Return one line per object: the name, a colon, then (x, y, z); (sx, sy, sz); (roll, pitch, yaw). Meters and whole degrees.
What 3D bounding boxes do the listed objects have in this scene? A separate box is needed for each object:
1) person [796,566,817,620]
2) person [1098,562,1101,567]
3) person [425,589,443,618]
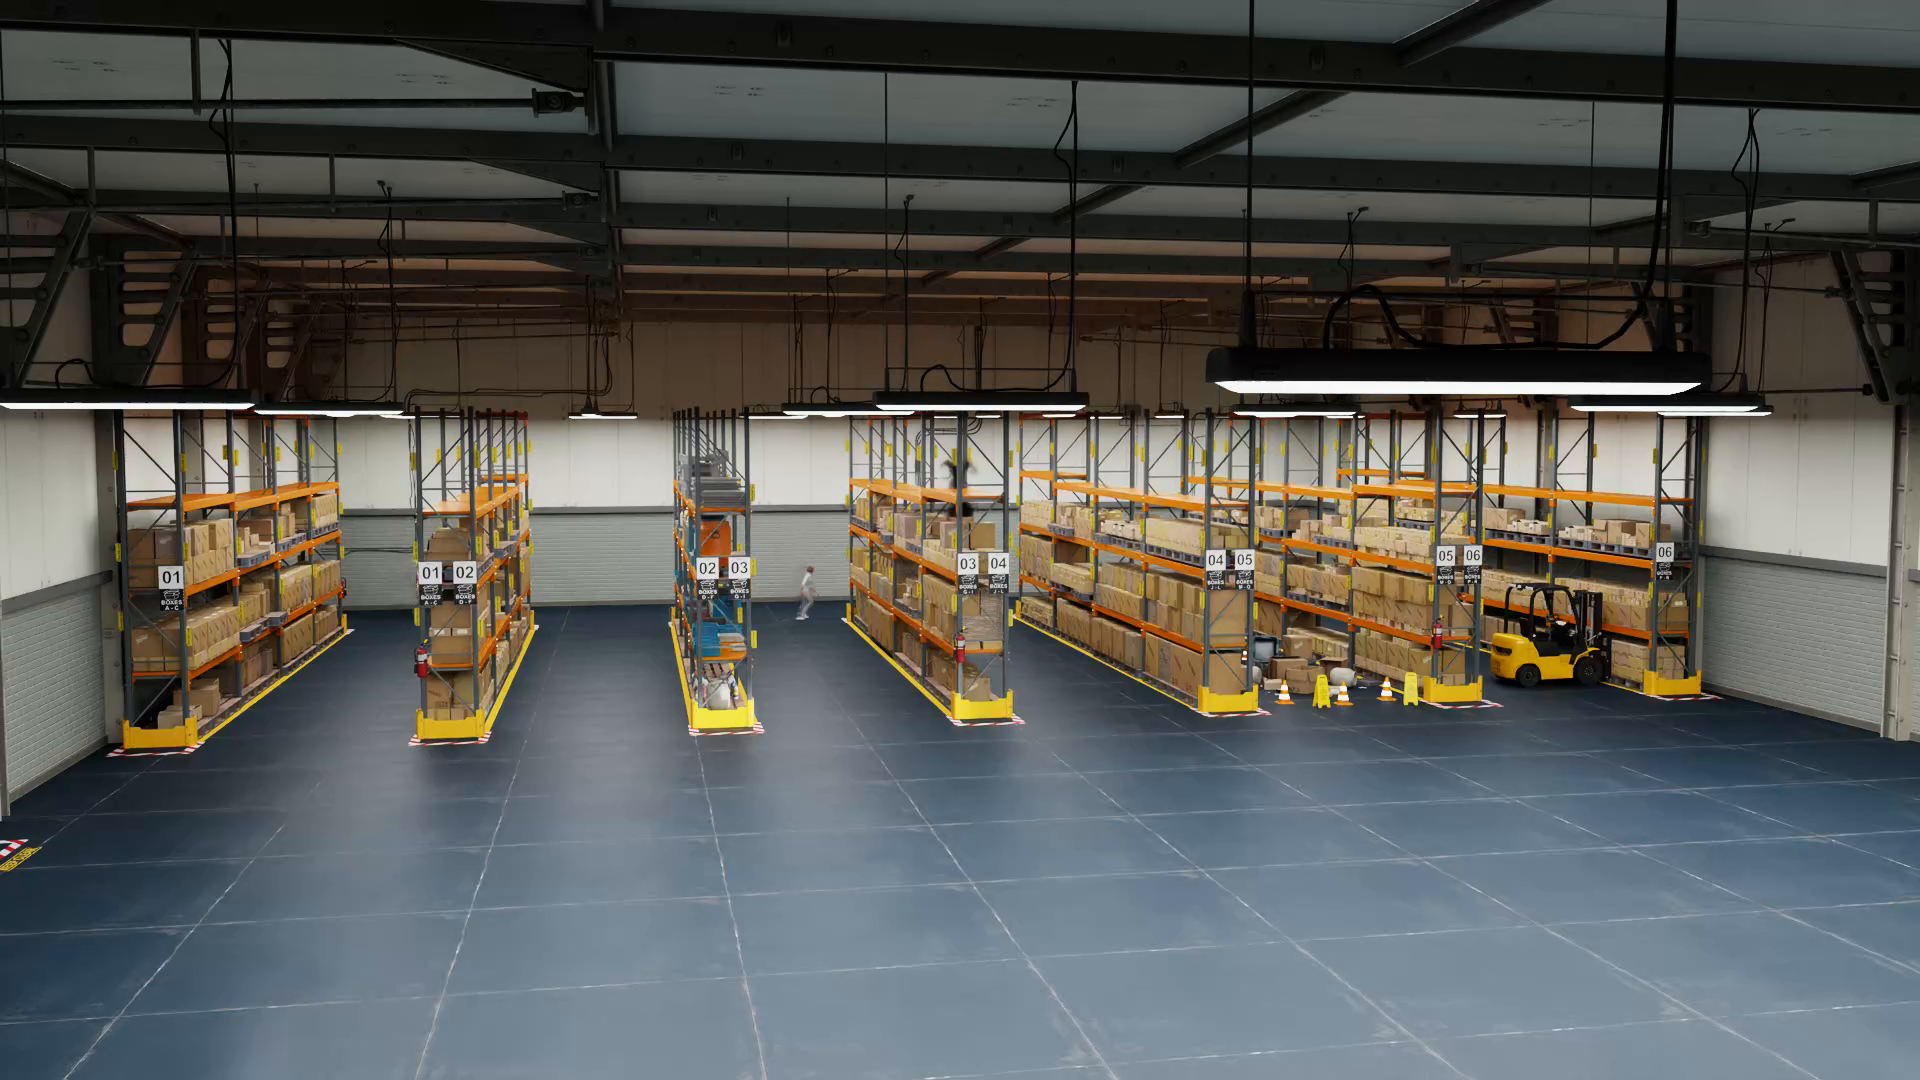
person: (-4.437, 1.529, 48.166); (0.640, 1.547, 0.552); (-1, 4, -11)
person: (4.109, 1.446, 48.701); (0.619, 1.625, 0.486); (-1, 4, -10)
person: (-15.093, 1.436, 47.816); (0.867, 1.823, 0.680); (1, 4, 18)
